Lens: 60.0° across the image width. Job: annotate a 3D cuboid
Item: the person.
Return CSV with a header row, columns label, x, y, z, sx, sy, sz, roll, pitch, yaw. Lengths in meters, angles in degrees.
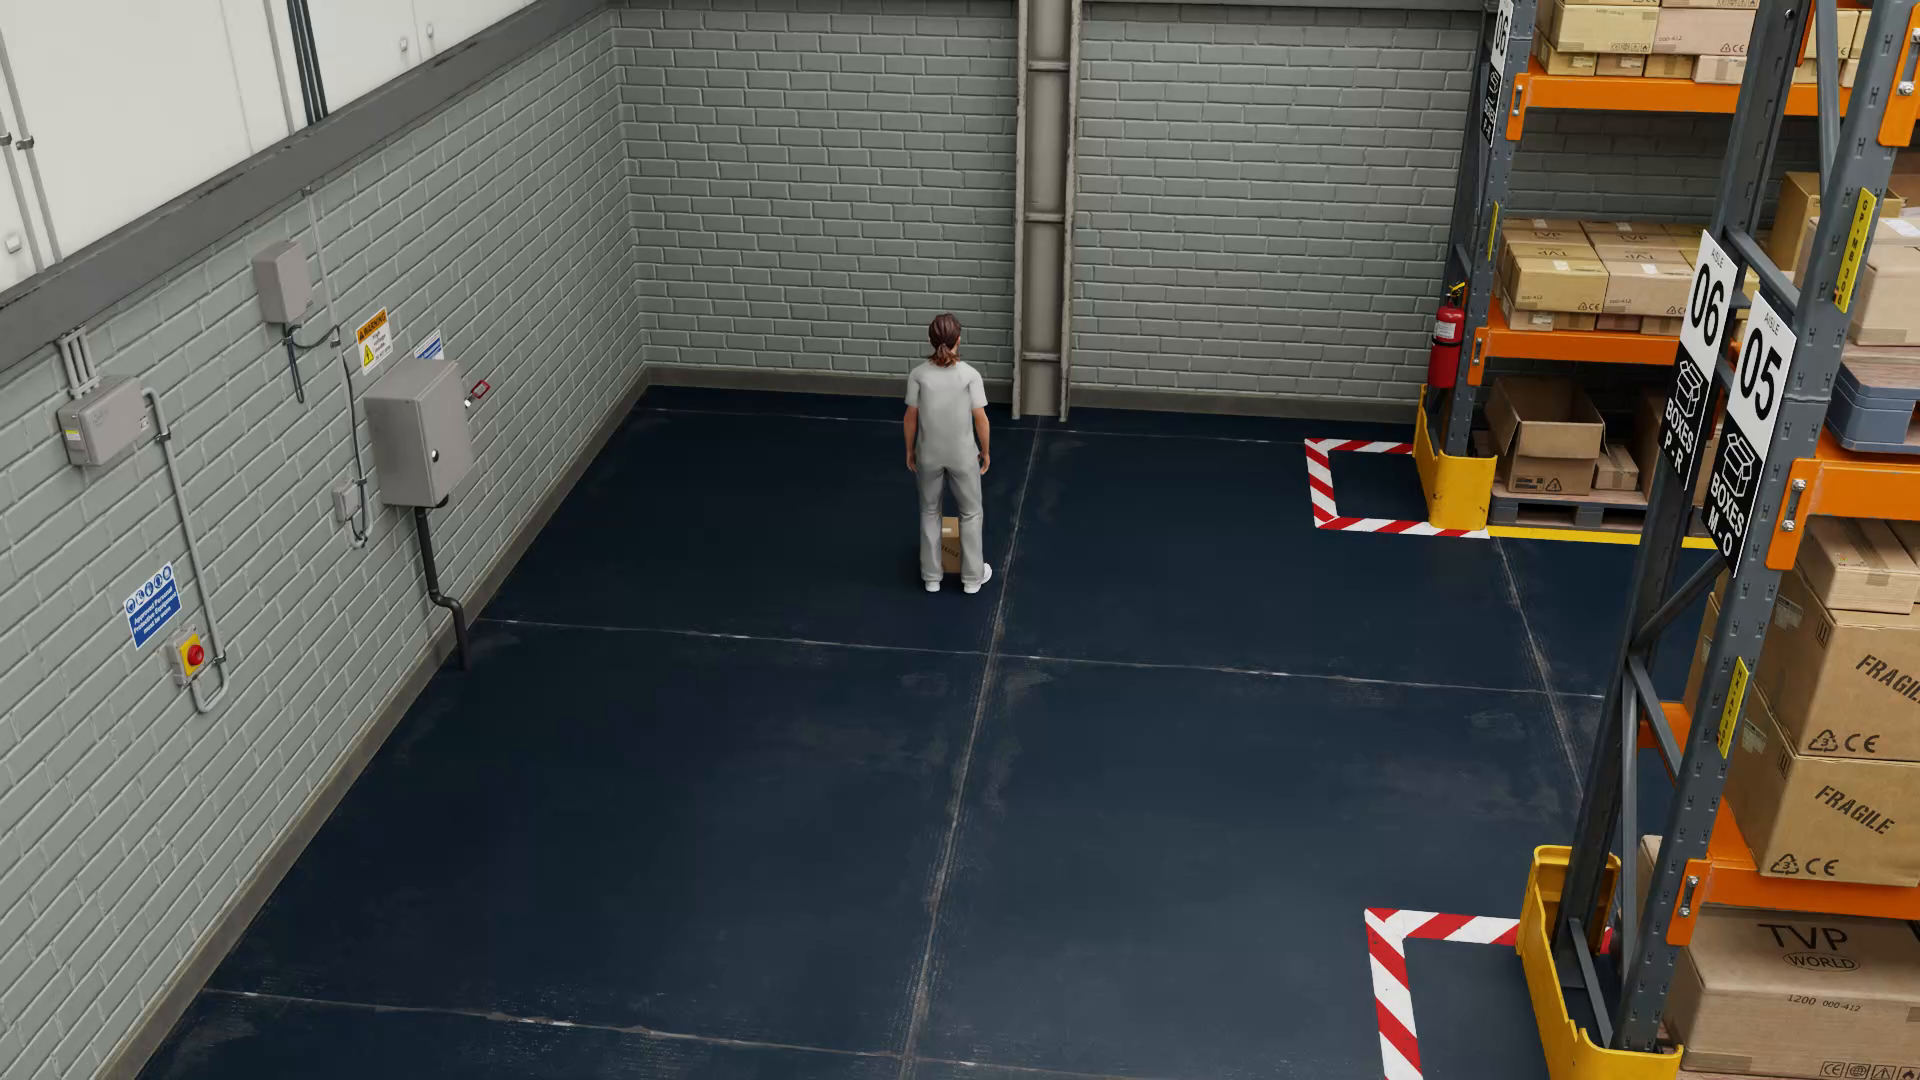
label,x,y,z,sx,sy,sz,roll,pitch,yaw
person,-0.070,-0.469,9.511,0.496,1.652,0.352,3,29,6
